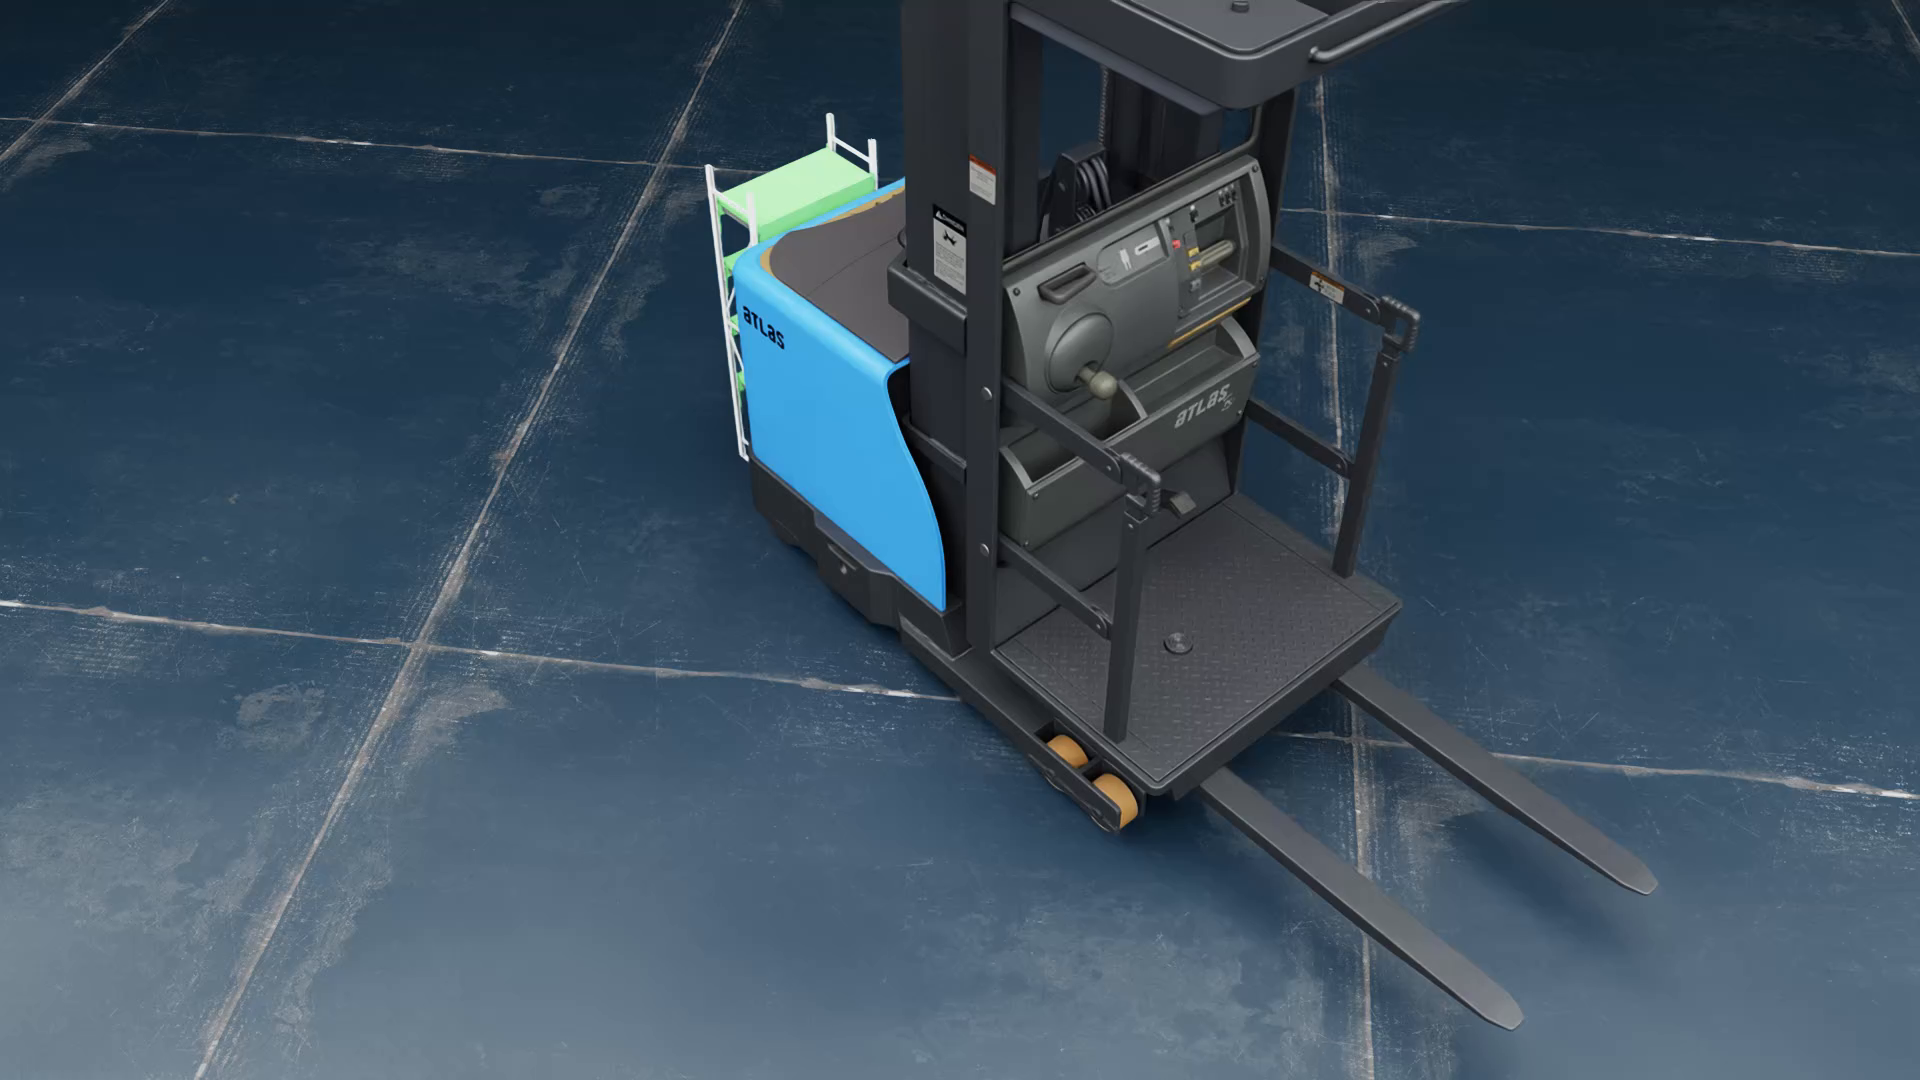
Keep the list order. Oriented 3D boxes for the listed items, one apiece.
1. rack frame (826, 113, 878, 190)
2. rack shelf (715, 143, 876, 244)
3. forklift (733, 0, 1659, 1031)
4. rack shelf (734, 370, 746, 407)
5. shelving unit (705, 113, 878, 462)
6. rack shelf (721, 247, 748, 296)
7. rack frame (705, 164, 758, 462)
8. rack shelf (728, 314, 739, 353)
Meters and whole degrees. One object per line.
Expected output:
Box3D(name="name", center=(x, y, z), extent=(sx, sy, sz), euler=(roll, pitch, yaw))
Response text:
Box3D(name="rack frame", center=(-0.356, -0.912, 5.840), extent=(0.015, 1.200, 0.240), euler=(-31, 52, -29))
Box3D(name="rack shelf", center=(-0.538, -1.102, 5.436), extent=(0.480, 0.148, 0.258), euler=(-31, 52, -29))
Box3D(name="forklift", center=(0.628, -0.615, 4.268), extent=(1.130, 2.935, 3.031), euler=(-31, 52, -29))
Box3D(name="rack shelf", center=(-0.538, -0.580, 5.932), extent=(0.480, 0.148, 0.258), euler=(-31, 52, -29))
Box3D(name="shelving unit", center=(-0.538, -0.800, 5.723), extent=(0.503, 1.200, 0.258), euler=(-31, 52, -29))
Box3D(name="rack shelf", center=(-0.538, -0.928, 5.601), extent=(0.480, 0.148, 0.258), euler=(-31, 52, -29))
Box3D(name="rack frame", center=(-0.721, -0.689, 5.605), extent=(0.015, 1.200, 0.240), euler=(-31, 52, -29))
Box3D(name="rack shelf", center=(-0.538, -0.754, 5.767), extent=(0.480, 0.148, 0.258), euler=(-31, 52, -29))
